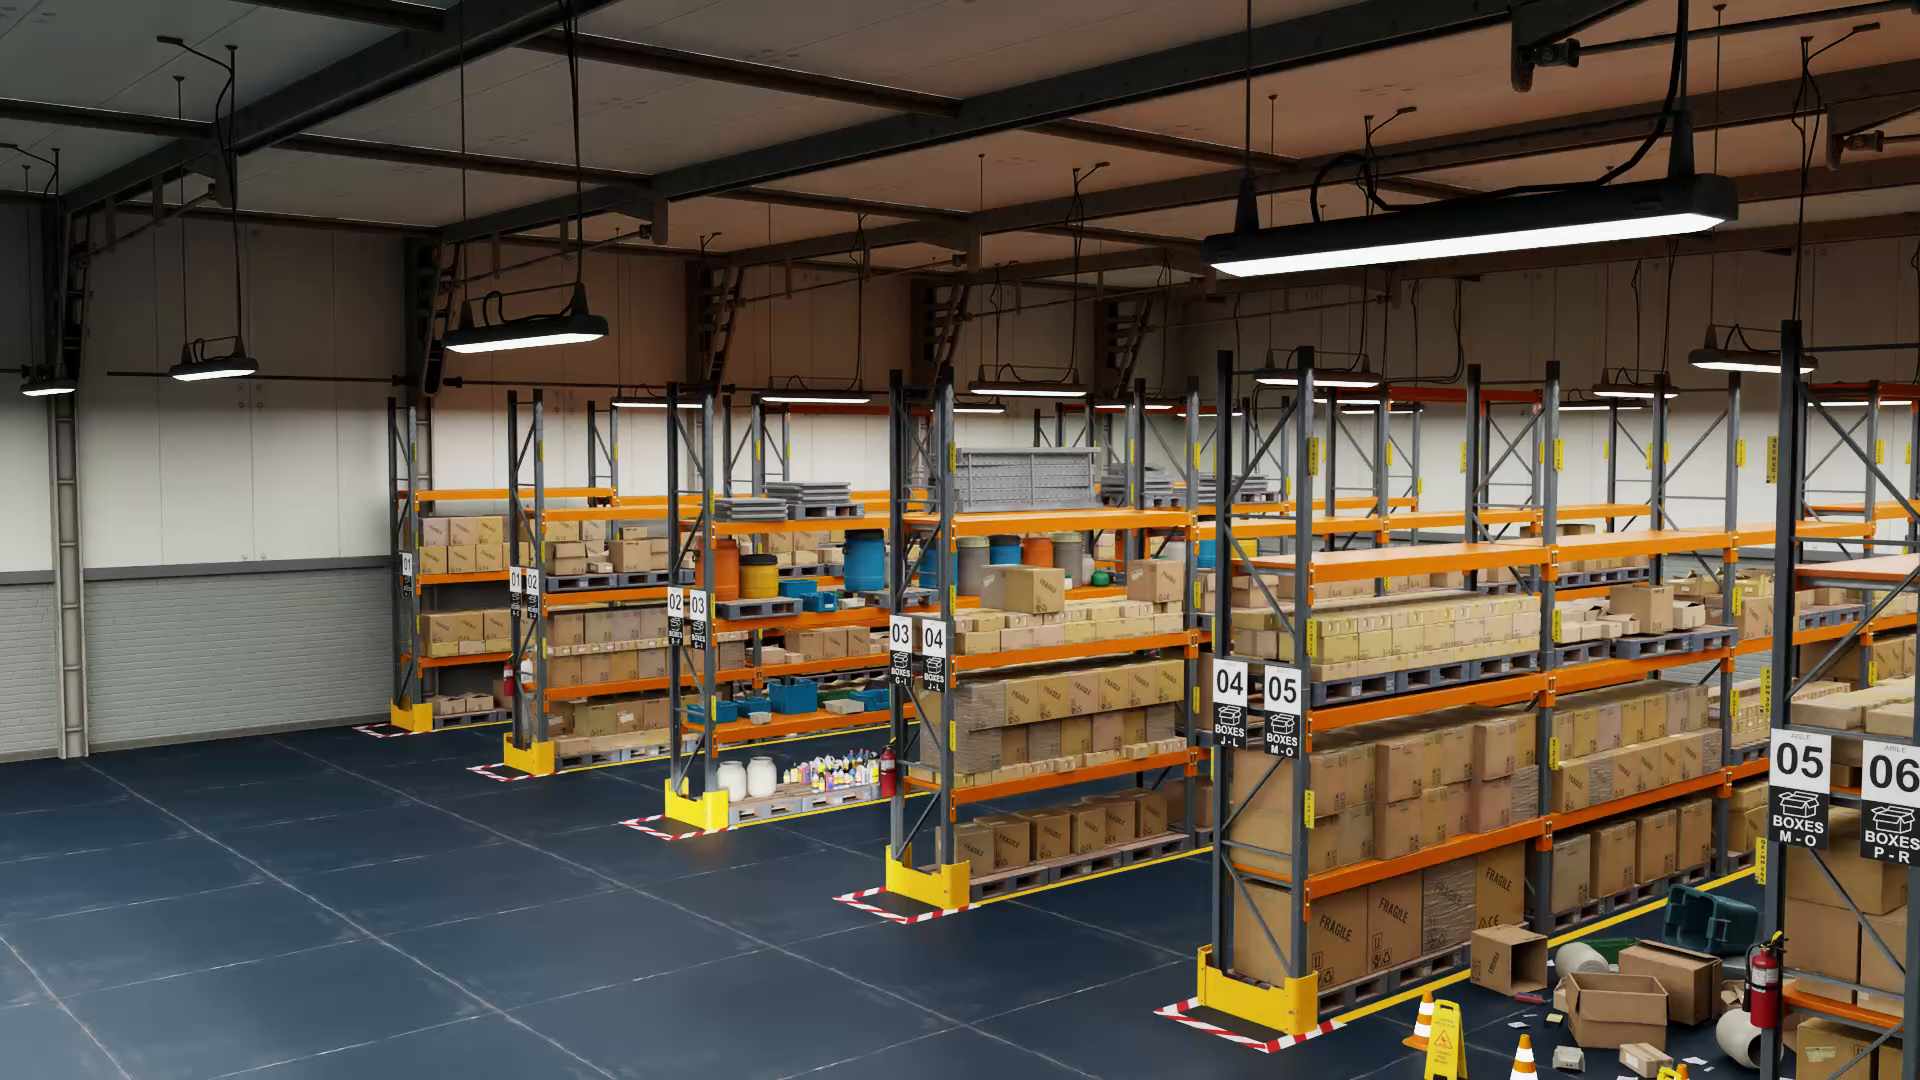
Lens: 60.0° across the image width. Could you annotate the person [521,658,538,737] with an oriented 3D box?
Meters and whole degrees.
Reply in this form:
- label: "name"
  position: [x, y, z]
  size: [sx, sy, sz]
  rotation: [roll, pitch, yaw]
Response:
- label: "person"
  position: [-7.421, 2.728, 28.843]
  size: [0.310, 1.387, 0.548]
  rotation: [3, 4, 41]
